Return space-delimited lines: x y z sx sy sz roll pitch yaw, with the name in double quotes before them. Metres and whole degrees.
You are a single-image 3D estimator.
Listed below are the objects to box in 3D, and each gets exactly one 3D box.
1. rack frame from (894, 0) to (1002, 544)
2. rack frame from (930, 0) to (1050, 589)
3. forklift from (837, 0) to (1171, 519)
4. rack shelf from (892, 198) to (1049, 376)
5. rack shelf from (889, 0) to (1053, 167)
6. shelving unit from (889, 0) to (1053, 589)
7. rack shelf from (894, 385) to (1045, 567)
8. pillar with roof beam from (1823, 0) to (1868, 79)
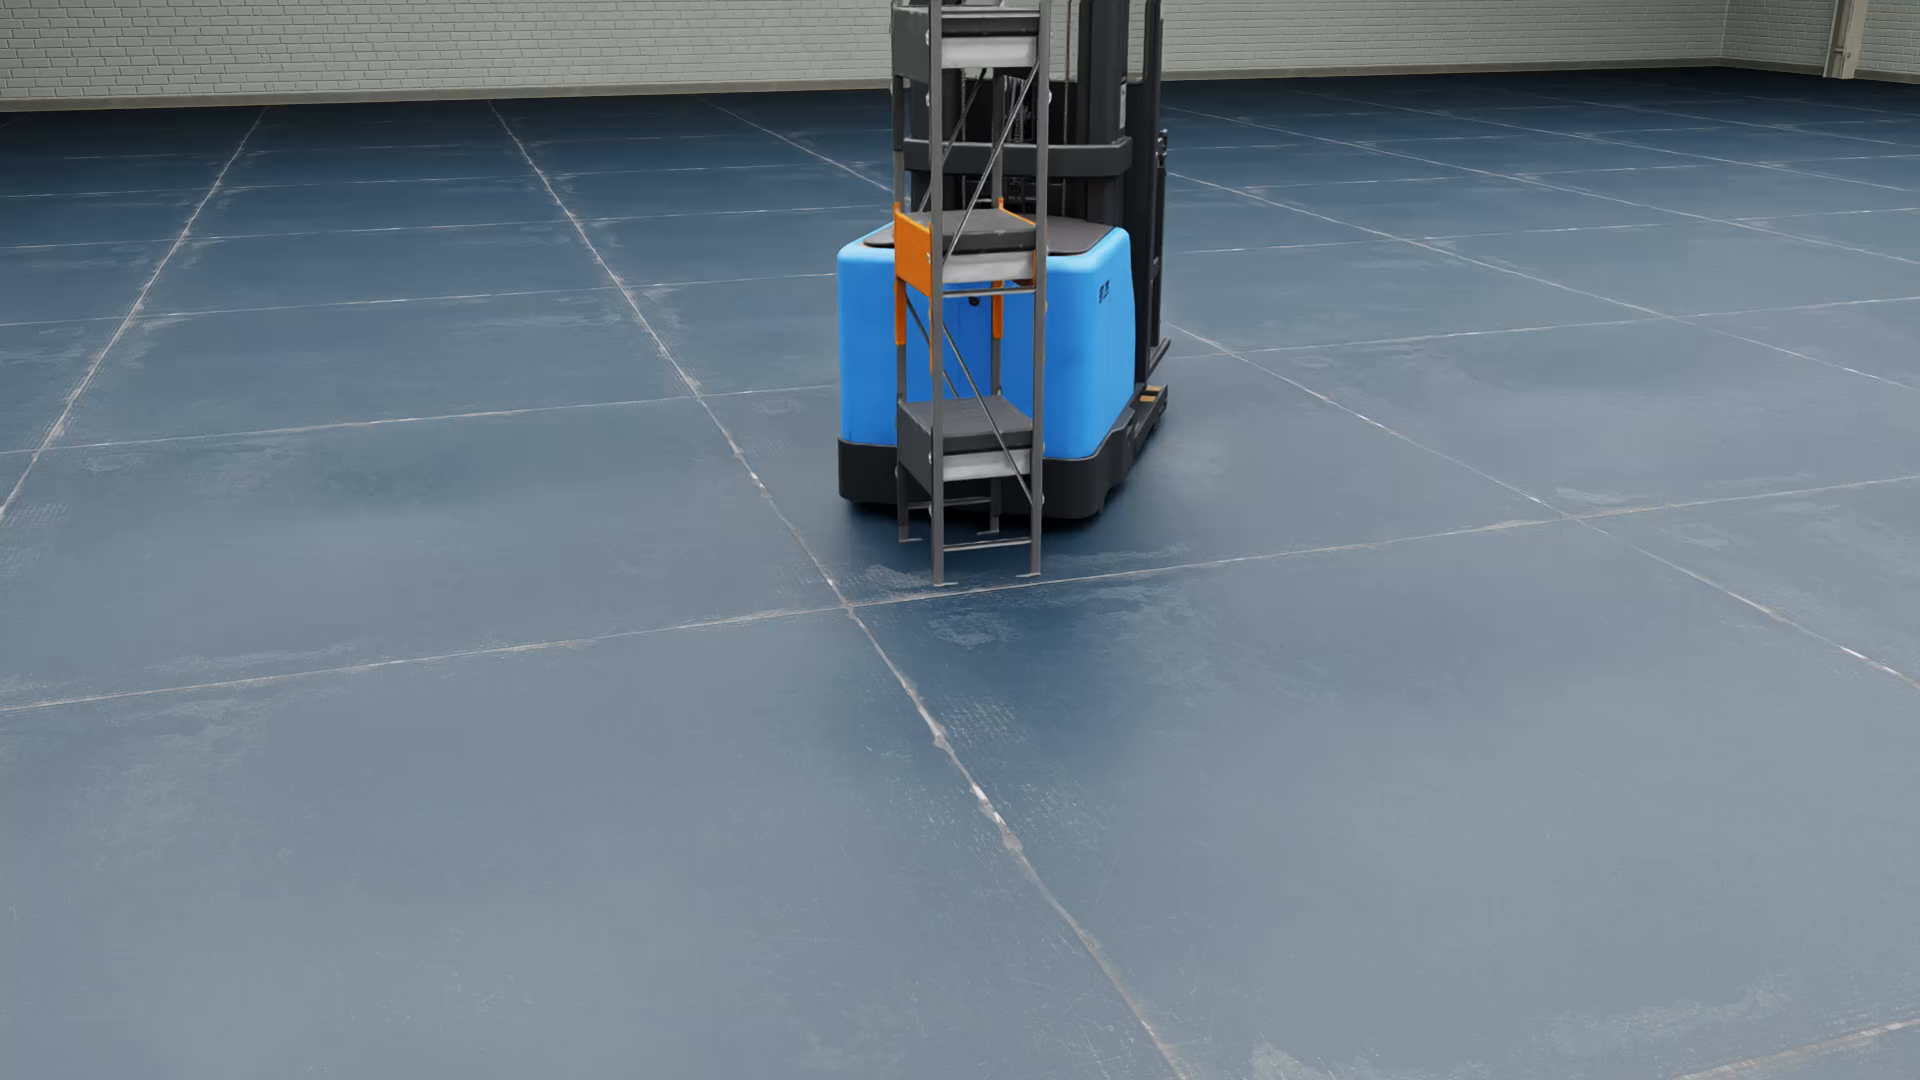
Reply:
"rack frame" -0.041 -0.994 6.079 0.400 2.100 0.015 -6 21 -16
"rack frame" 0.098 -0.836 5.639 0.400 2.100 0.015 -6 21 -16
"forklift" 0.383 -1.924 7.437 1.130 2.935 3.031 5 20 14
"rack shelf" 0.028 -0.902 5.863 0.431 0.518 0.480 -6 21 -16
"rack shelf" 0.028 -1.561 5.627 0.431 0.518 0.480 -6 21 -16
"shelving unit" 0.028 -0.915 5.859 0.431 2.100 0.503 -6 21 -16
"rack shelf" 0.028 -0.244 6.100 0.431 0.518 0.480 -6 21 -16
"pillar with roof beam" 10.928 -11.679 25.620 9.100 9.000 0.400 -6 21 -17
